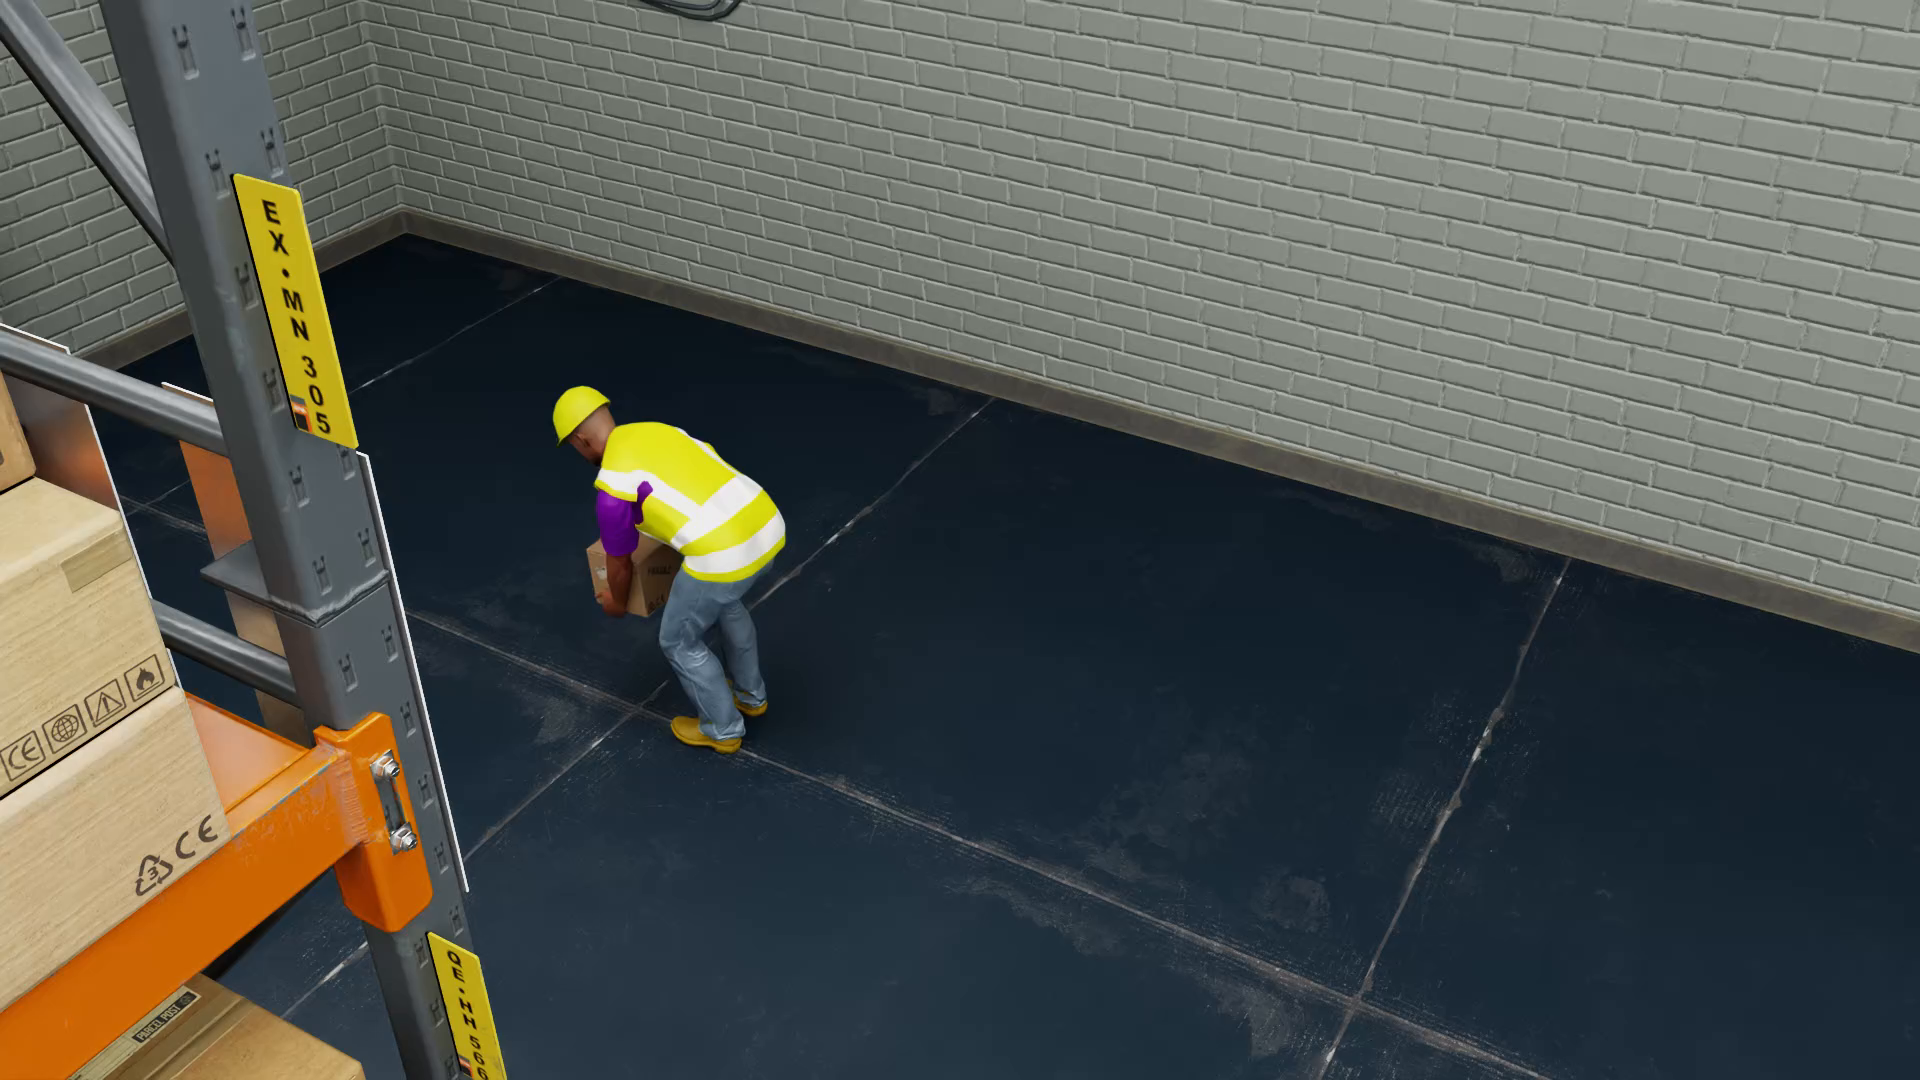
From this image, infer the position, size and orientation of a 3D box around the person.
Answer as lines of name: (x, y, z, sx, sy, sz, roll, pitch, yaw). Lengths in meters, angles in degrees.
person: (-1.094, 0.106, 6.310, 0.898, 1.376, 0.490, 16, 37, 23)
